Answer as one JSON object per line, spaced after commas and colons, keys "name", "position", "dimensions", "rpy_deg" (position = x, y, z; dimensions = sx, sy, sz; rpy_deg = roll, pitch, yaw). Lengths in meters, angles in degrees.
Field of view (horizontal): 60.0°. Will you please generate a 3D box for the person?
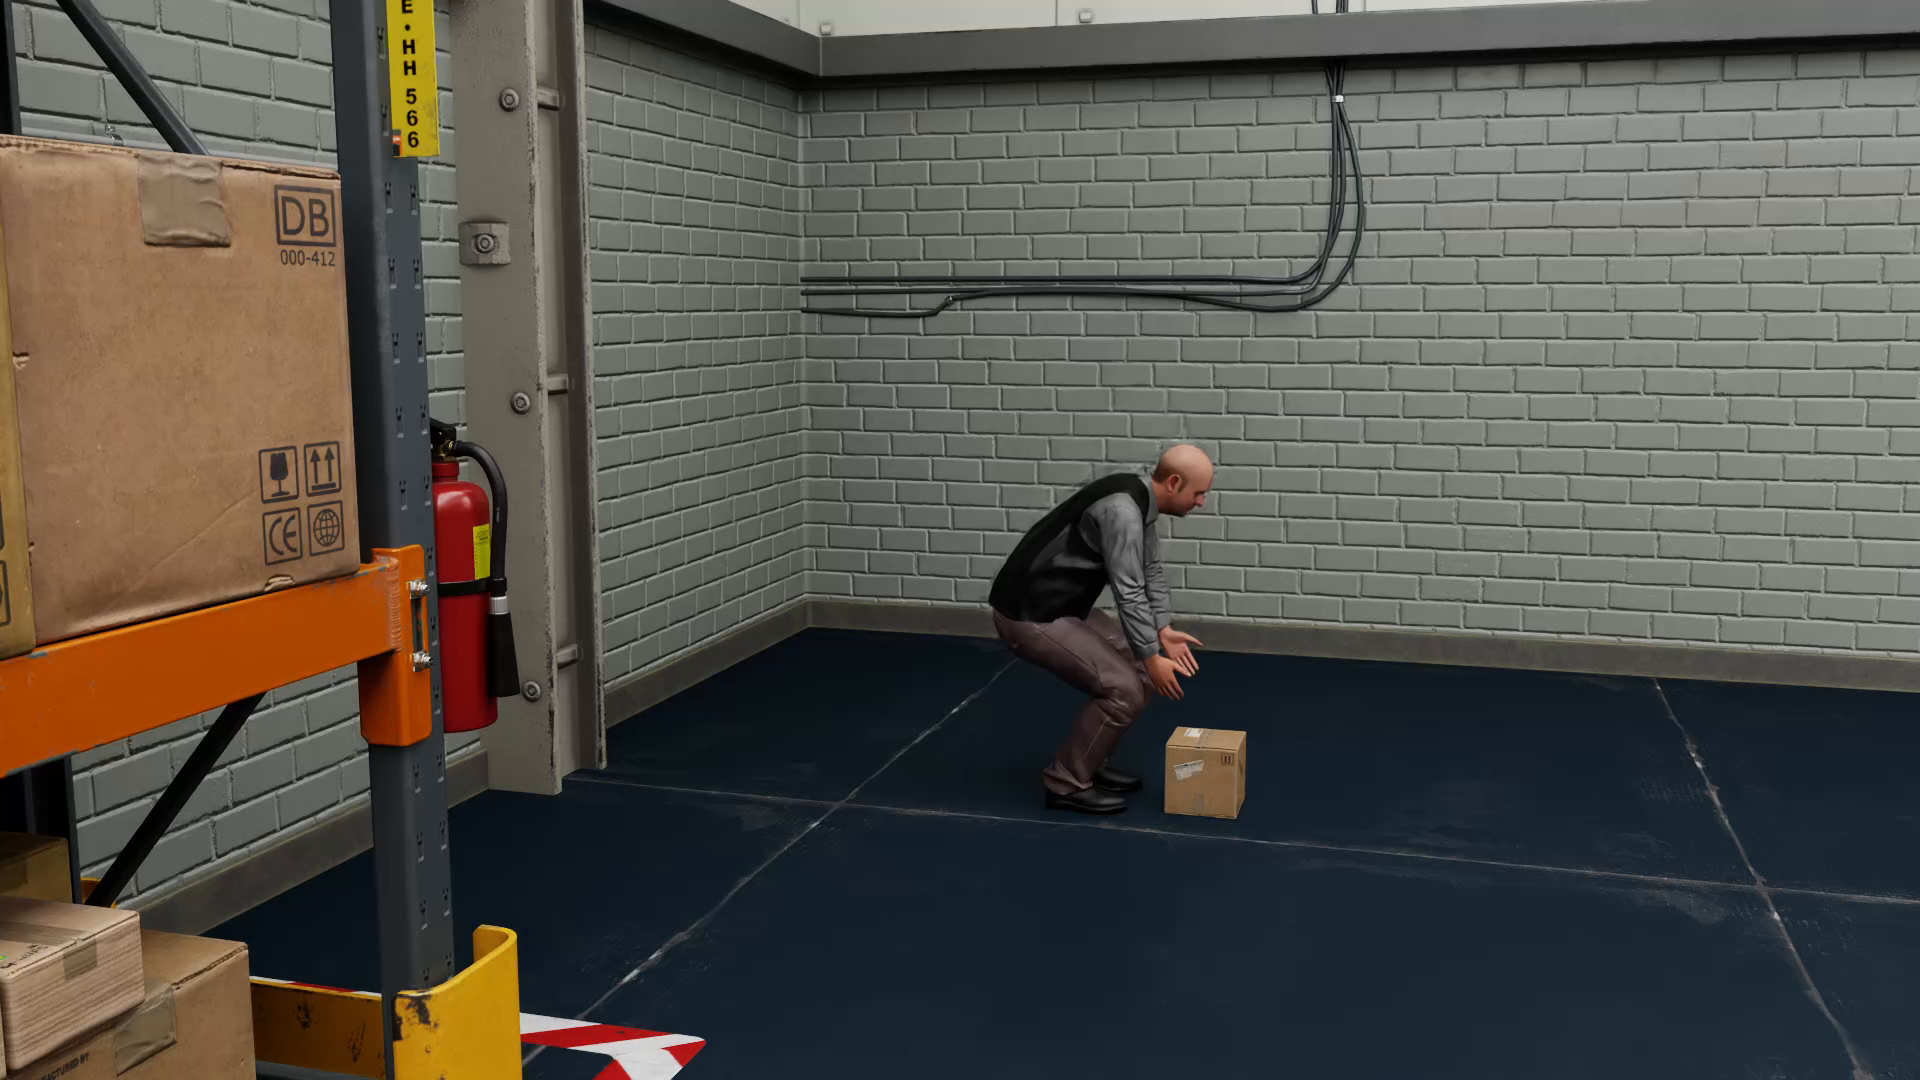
{"name": "person", "position": [0.506, 0.292, 5.939], "dimensions": [0.771, 1.285, 0.587], "rpy_deg": [2, 9, 16]}
